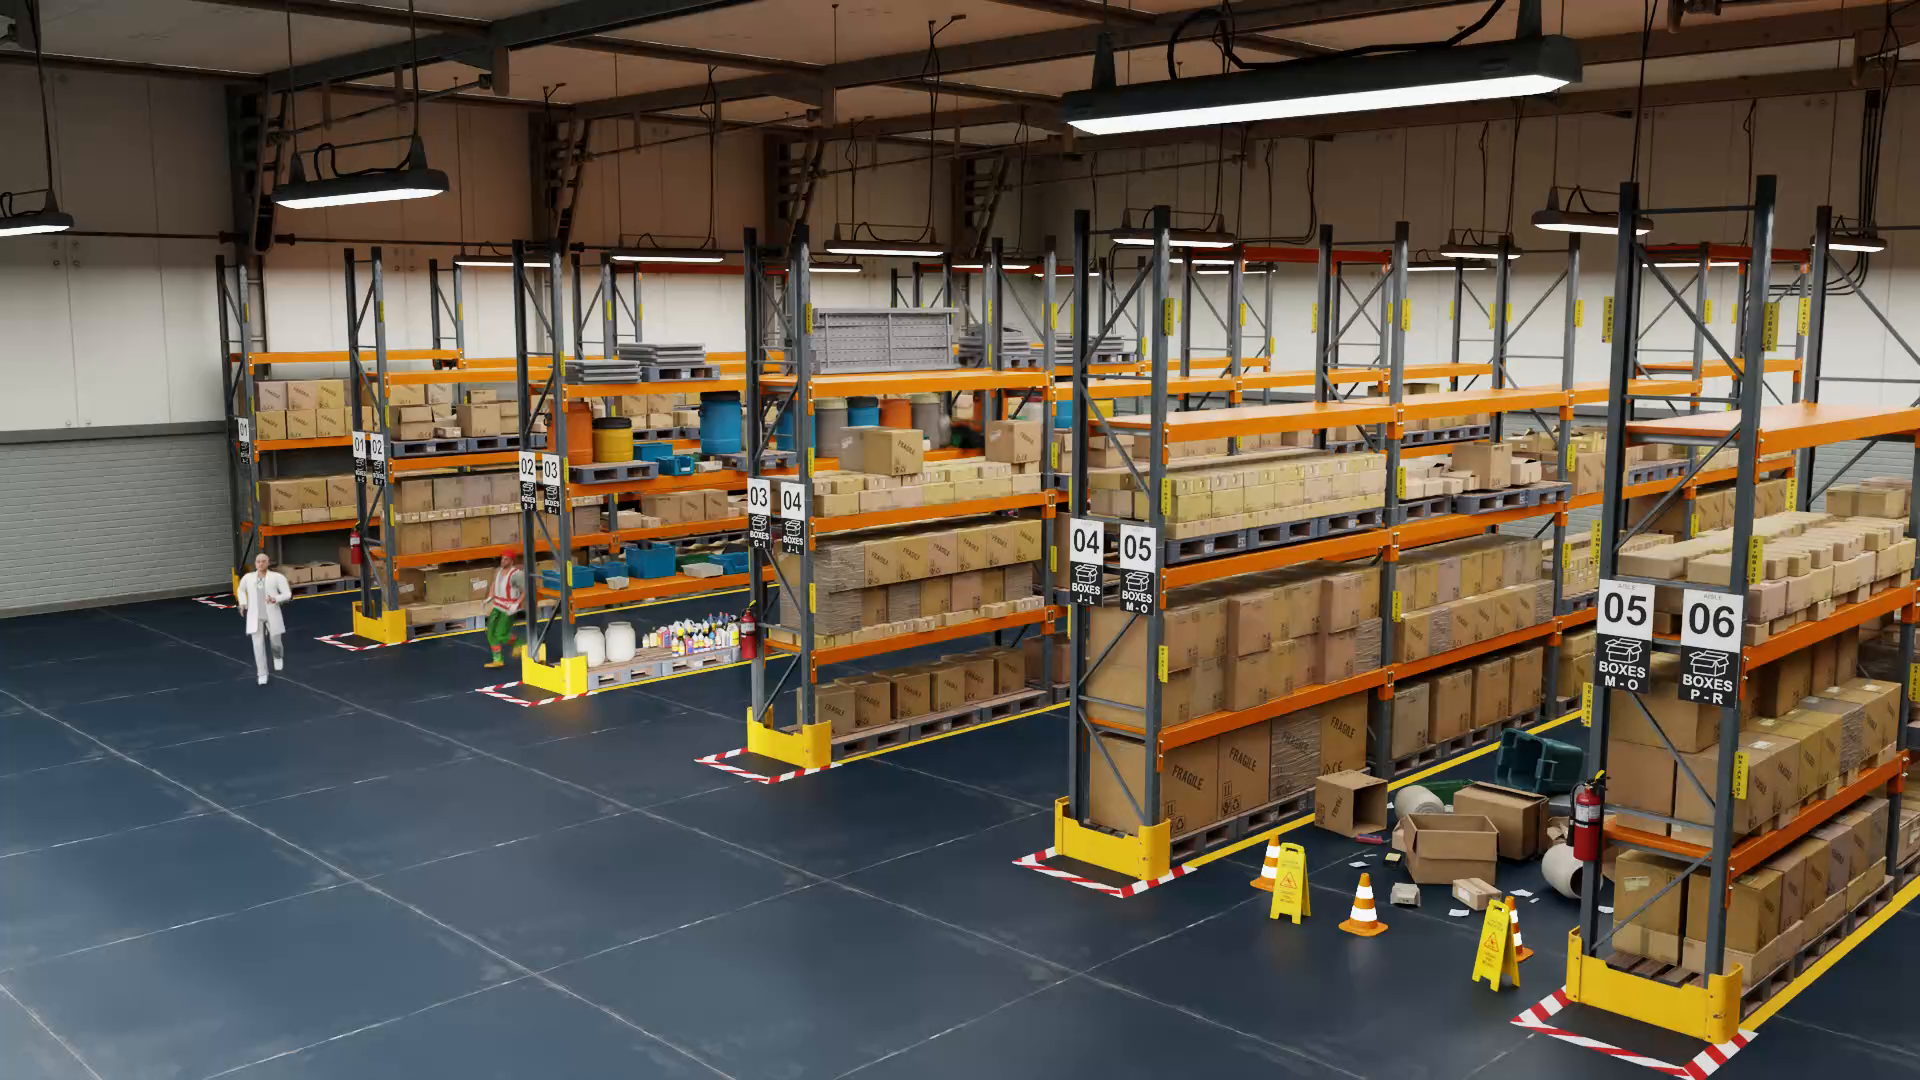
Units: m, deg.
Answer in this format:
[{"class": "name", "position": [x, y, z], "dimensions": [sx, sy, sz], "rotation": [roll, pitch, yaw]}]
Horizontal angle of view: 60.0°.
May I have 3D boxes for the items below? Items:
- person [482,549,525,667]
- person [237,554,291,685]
[{"class": "person", "position": [-6.424, 0.973, 23.684], "dimensions": [0.707, 1.721, 0.582], "rotation": [5, 10, 33]}, {"class": "person", "position": [-9.564, 1.062, 22.871], "dimensions": [0.720, 1.751, 0.969], "rotation": [-2, 8, -15]}]
